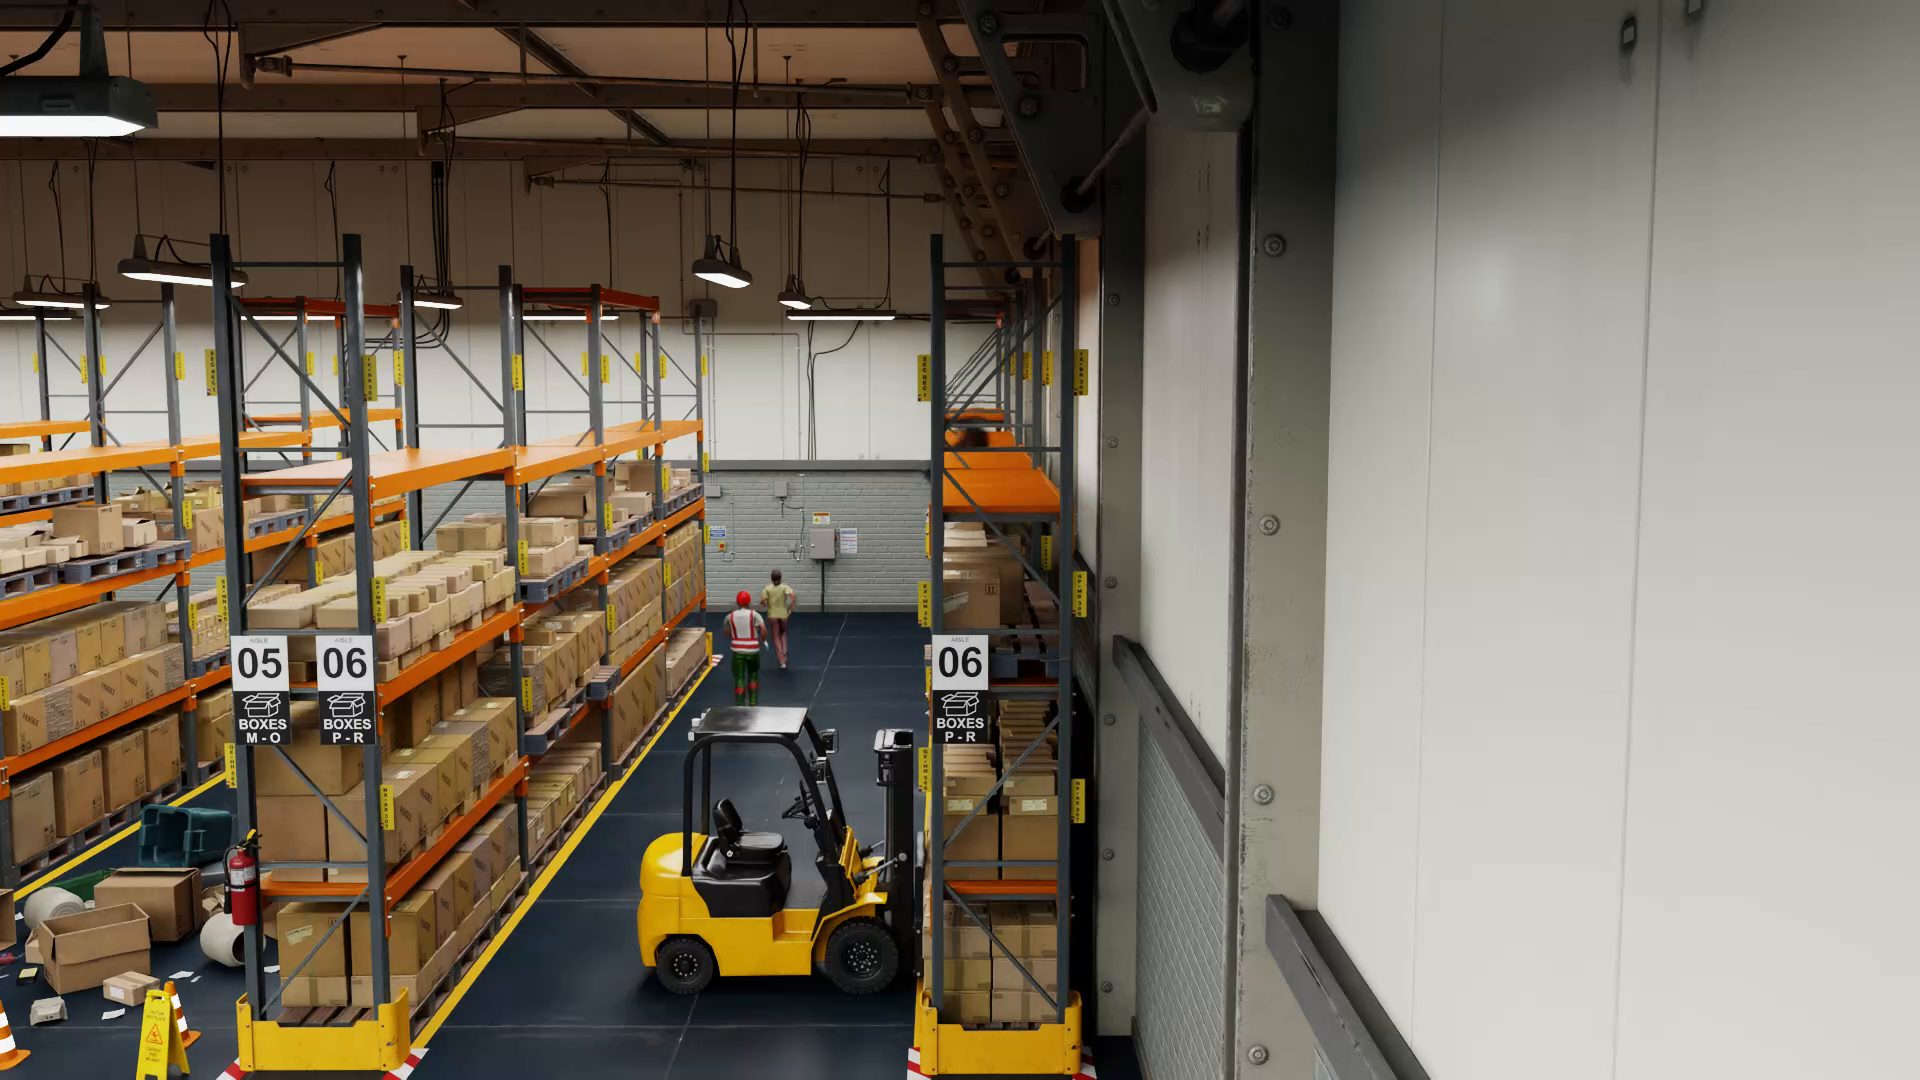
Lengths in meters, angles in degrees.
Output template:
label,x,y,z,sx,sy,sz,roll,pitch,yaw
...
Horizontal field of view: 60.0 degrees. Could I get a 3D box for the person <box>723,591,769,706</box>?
label,x,y,z,sx,sy,sz,roll,pitch,yaw
person,-3.076,1.641,23.902,0.650,1.844,0.774,-1,6,-6

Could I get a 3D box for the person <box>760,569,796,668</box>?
label,x,y,z,sx,sy,sz,roll,pitch,yaw
person,-3.012,1.308,27.477,0.568,1.651,0.699,-2,7,-17
